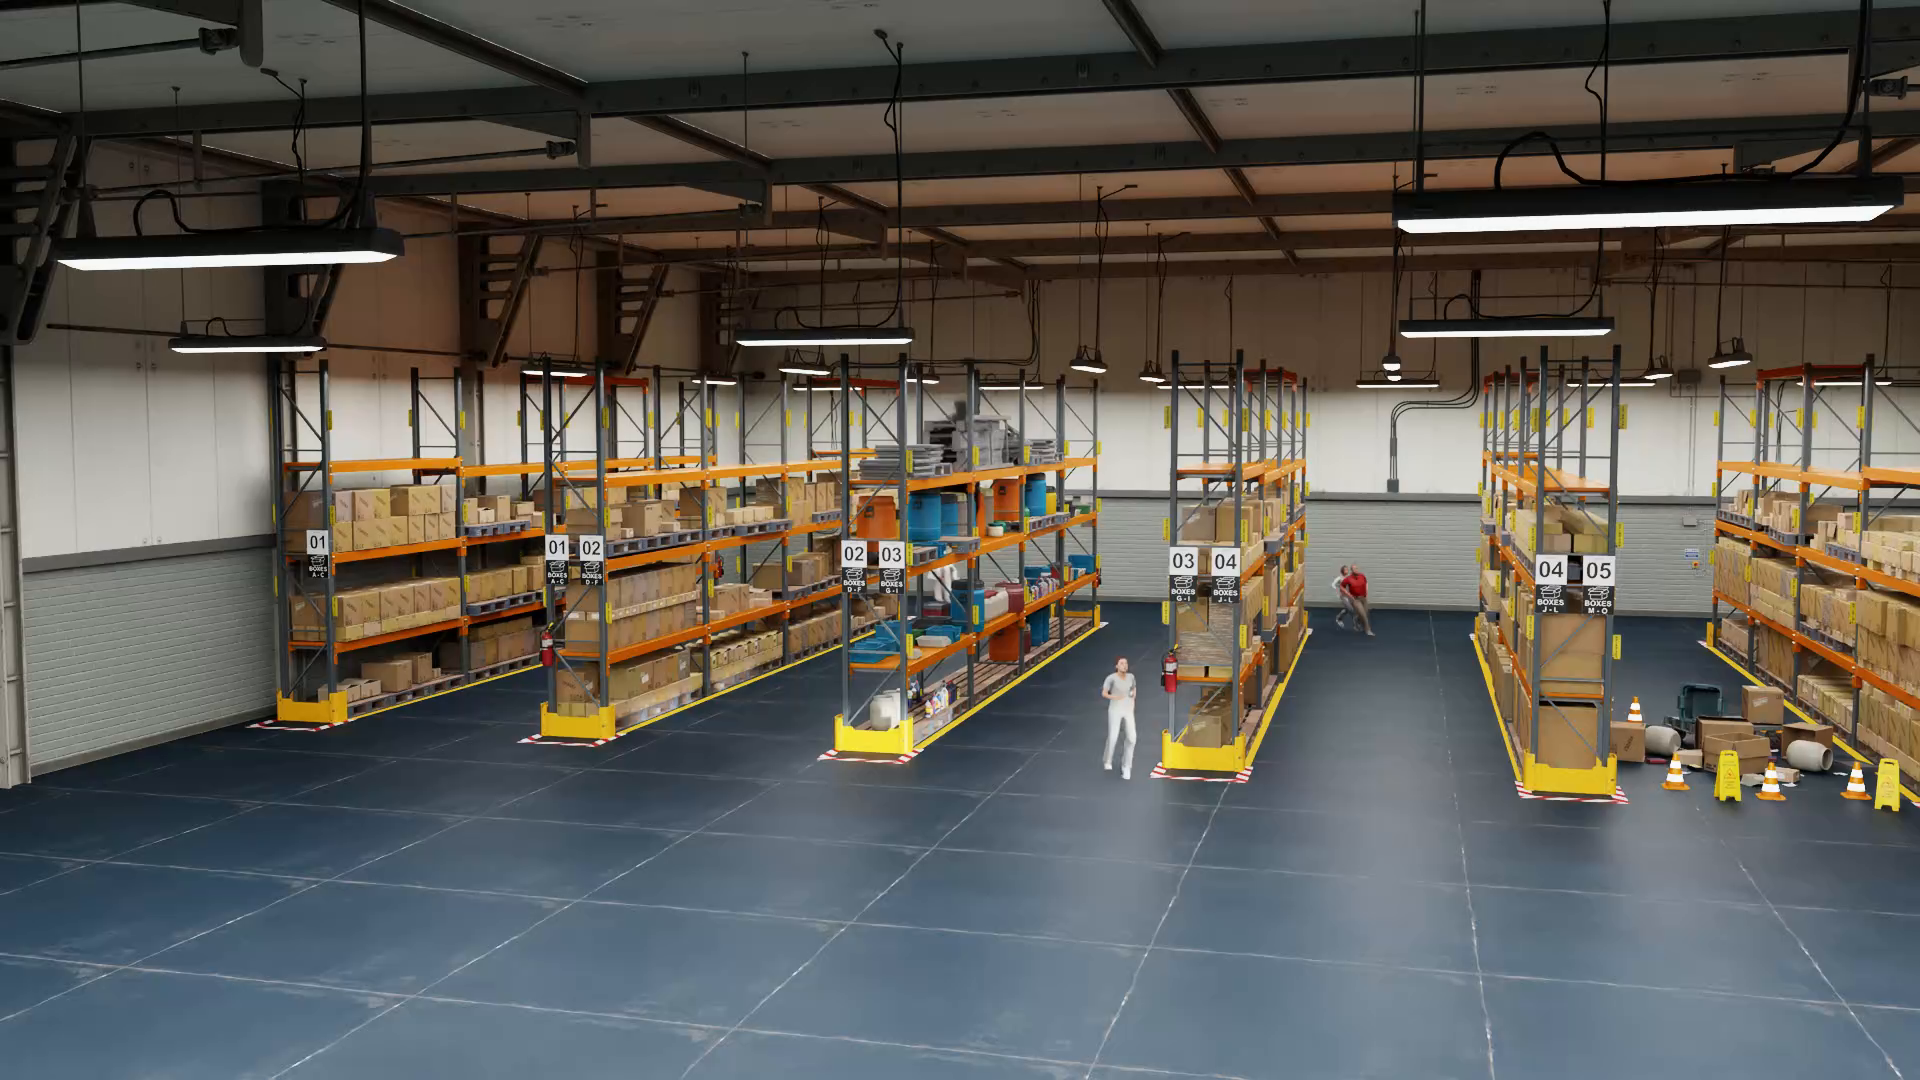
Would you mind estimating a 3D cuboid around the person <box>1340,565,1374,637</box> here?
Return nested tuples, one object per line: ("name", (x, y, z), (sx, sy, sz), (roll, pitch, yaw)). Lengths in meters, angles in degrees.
("person", (9.226, 1.396, 38.825), (0.708, 1.670, 0.836), (-1, 4, -20))

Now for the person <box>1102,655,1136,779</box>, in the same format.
("person", (2.252, 2.498, 23.469), (0.551, 1.714, 0.675), (-1, 4, -12))

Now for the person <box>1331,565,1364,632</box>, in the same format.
("person", (9.118, 1.378, 39.463), (0.570, 1.570, 0.842), (-3, 5, -36))

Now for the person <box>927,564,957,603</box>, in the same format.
("person", (-0.427, 1.229, 40.260), (0.709, 1.842, 0.814), (0, 4, 5))
